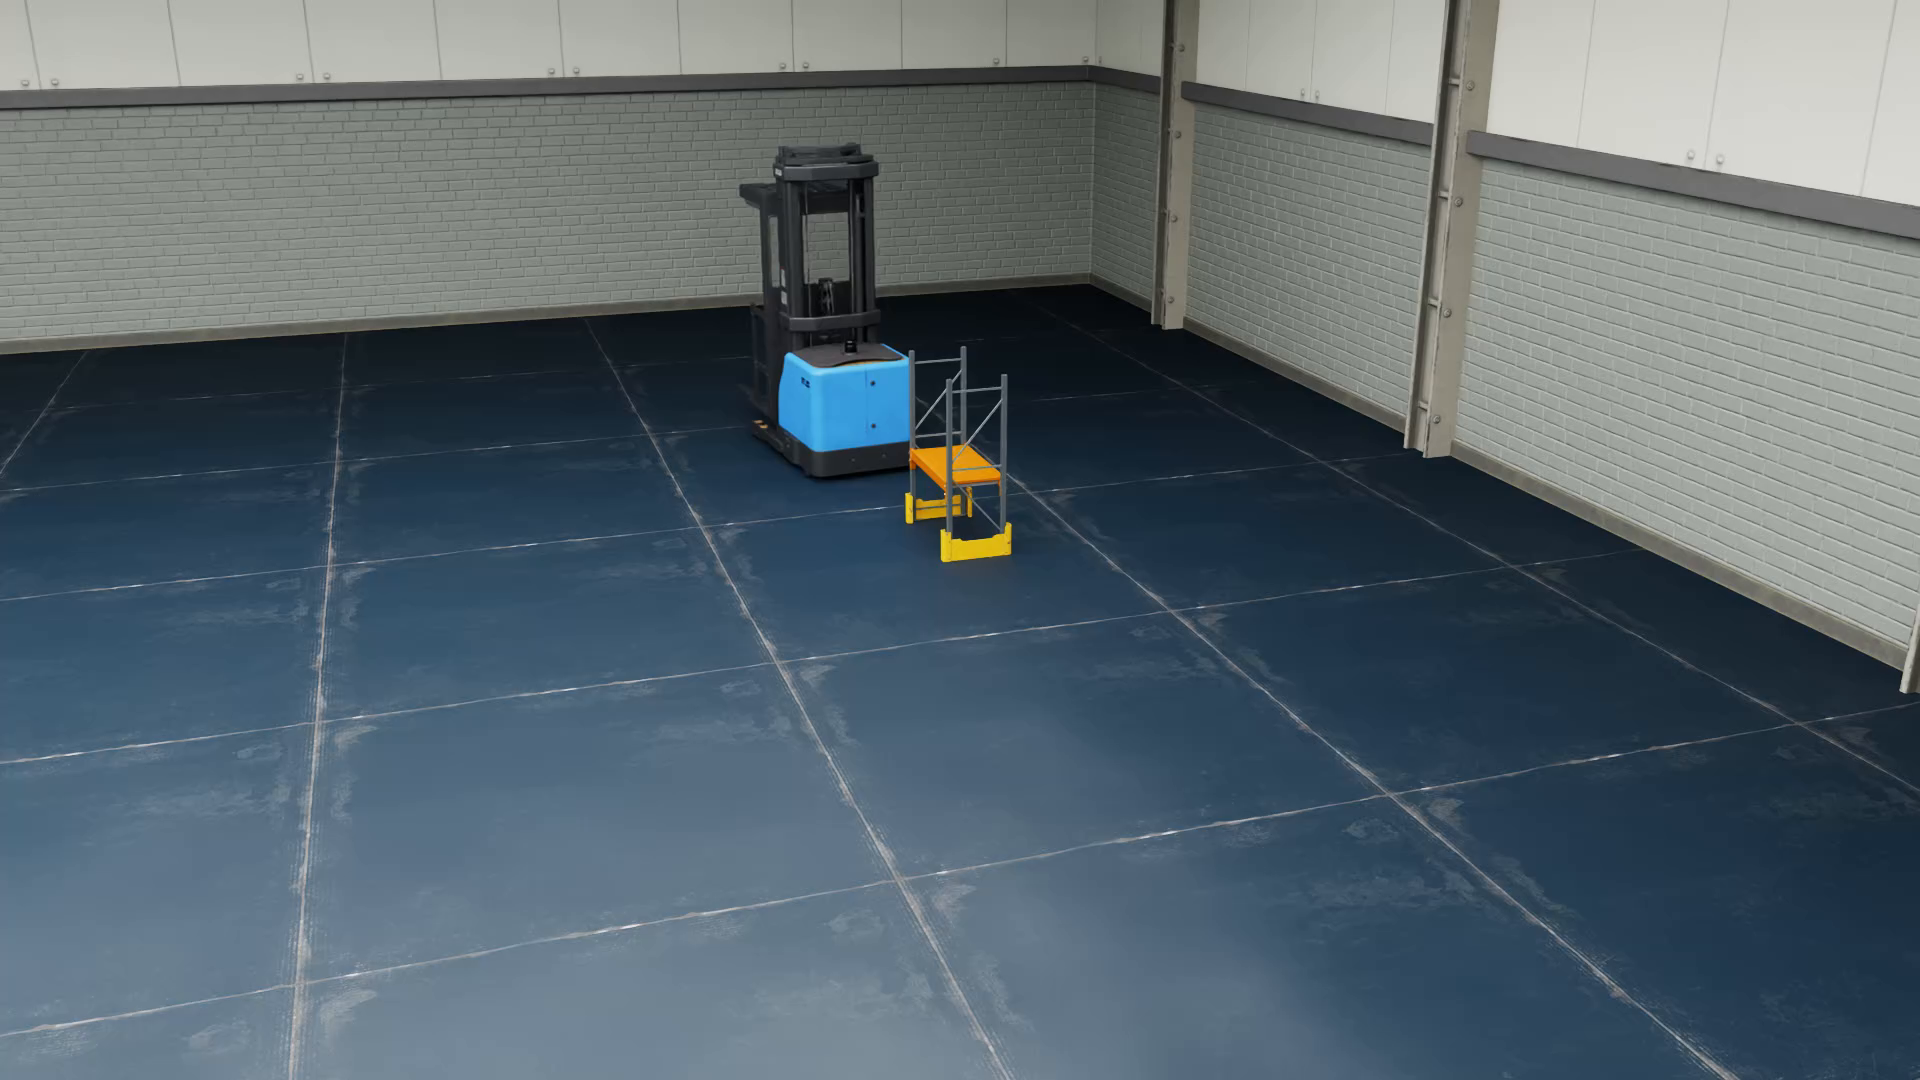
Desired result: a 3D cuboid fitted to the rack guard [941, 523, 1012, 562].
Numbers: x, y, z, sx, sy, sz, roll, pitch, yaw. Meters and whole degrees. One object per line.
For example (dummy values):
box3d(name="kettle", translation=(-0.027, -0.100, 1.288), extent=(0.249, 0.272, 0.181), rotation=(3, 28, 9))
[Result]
box3d(name="rack guard", translation=(0.133, 0.018, 13.497), extent=(0.587, 0.250, 0.087), rotation=(-6, 21, -17))

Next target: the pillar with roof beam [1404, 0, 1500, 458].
box3d(name="pillar with roof beam", translation=(0.514, -4.652, 13.557), extent=(9.100, 9.000, 0.400), rotation=(-6, 21, -17))

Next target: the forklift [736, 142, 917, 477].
box3d(name="forklift", translation=(-1.476, -2.420, 16.318), extent=(1.130, 2.935, 3.031), rotation=(-9, 22, -23))

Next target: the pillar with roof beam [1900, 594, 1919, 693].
box3d(name="pillar with roof beam", translation=(2.400, -2.727, 8.196), extent=(9.100, 9.000, 0.400), rotation=(-6, 21, -17))

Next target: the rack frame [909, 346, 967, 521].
box3d(name="rack frame", translation=(-0.187, -0.896, 14.193), extent=(0.500, 1.500, 0.032), rotation=(-6, 21, -17))

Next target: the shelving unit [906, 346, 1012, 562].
box3d(name="shelving unit", translation=(-0.024, -0.730, 13.731), extent=(0.587, 1.500, 1.083), rotation=(-6, 21, -17))

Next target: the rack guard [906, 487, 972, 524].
box3d(name="rack guard", translation=(-0.180, -0.302, 14.387), extent=(0.587, 0.250, 0.087), rotation=(-6, 21, -17))

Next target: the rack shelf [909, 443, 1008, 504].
box3d(name="rack shelf", translation=(-0.027, -0.564, 13.800), extent=(0.538, 0.185, 1.000), rotation=(-6, 21, -17))

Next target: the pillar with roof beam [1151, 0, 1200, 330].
box3d(name="pillar with roof beam", translation=(-1.372, -6.578, 18.917), extent=(9.100, 9.000, 0.400), rotation=(-6, 21, -17))

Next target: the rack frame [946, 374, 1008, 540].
box3d(name="rack frame", translation=(0.133, -0.570, 13.285), extent=(0.500, 1.500, 0.032), rotation=(-6, 21, -17))
